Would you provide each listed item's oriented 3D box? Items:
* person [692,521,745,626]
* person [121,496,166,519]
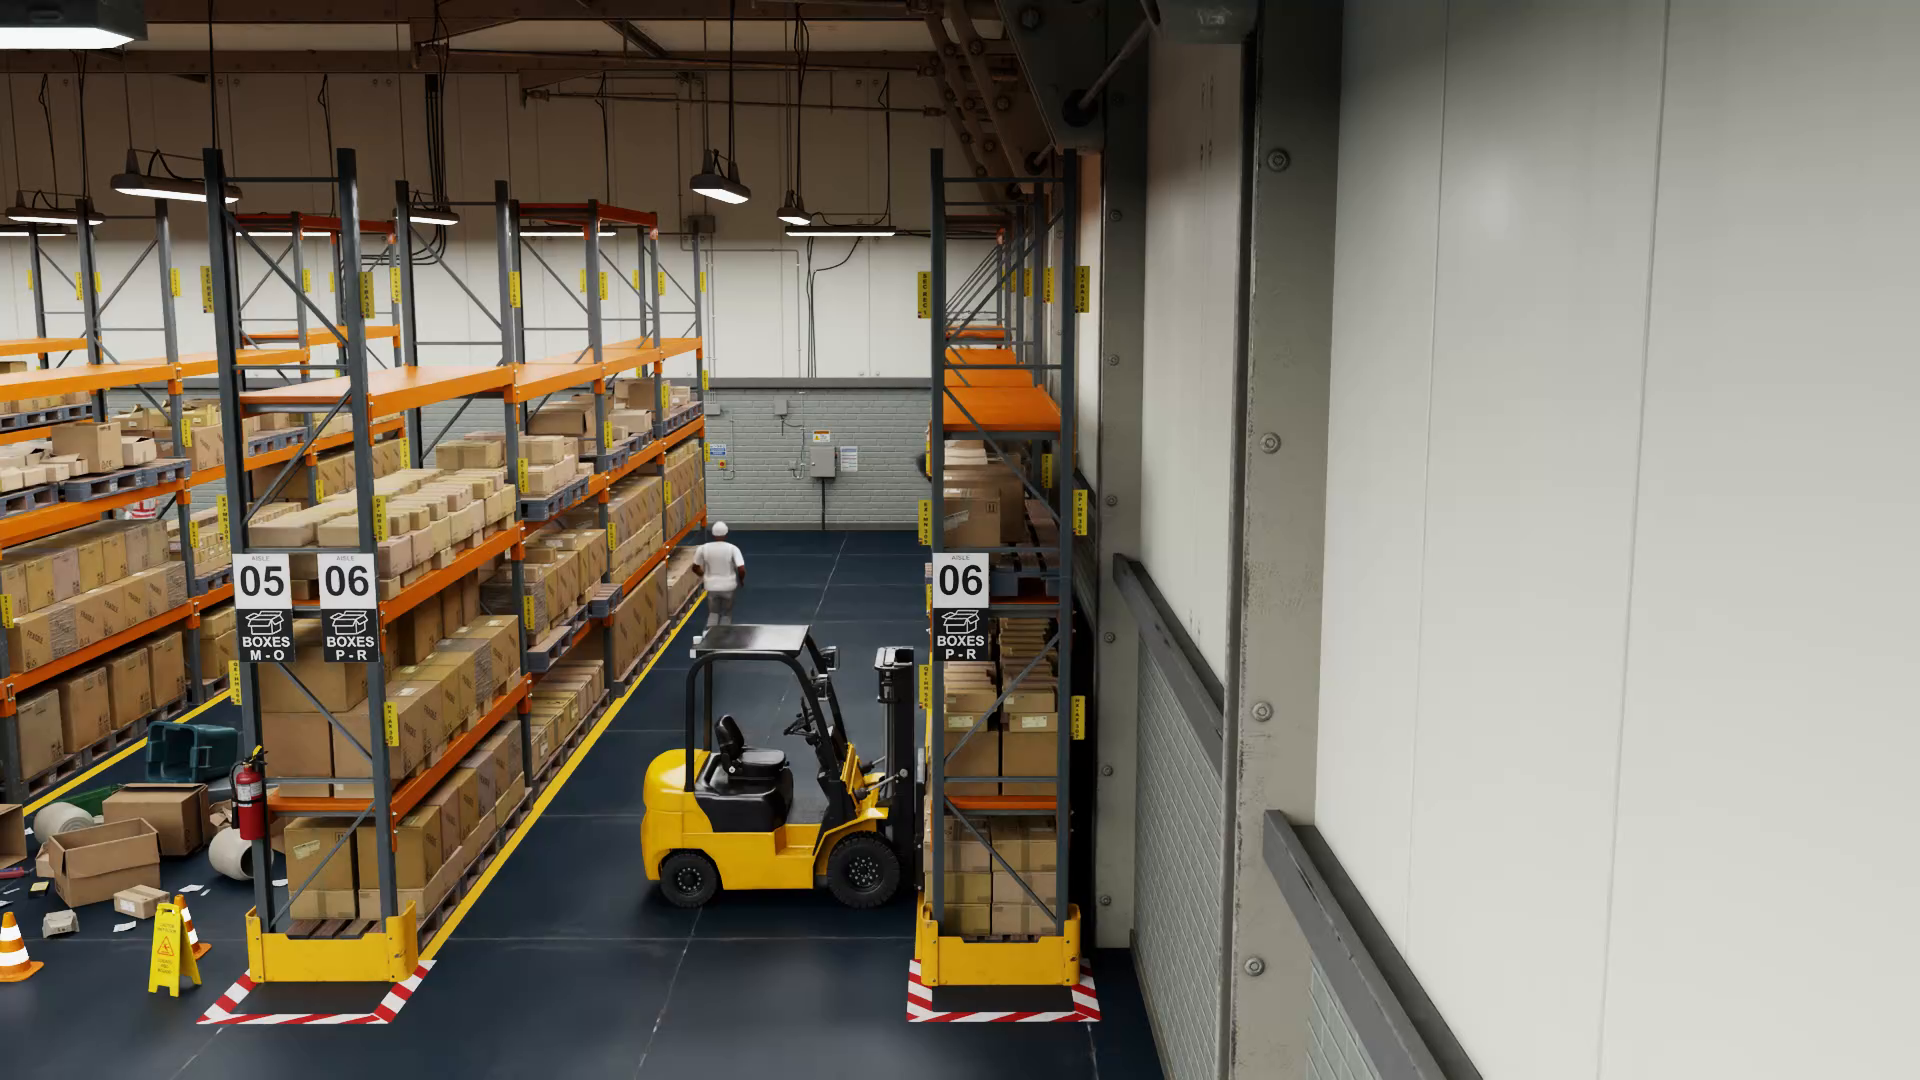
[{"bbox_3d":[-3.088,0.619,21.406,0.686,1.731,0.536,1,9,3],"label":"person"},{"bbox_3d":[-14.304,-0.373,29.207,0.689,1.739,0.652,3,10,20],"label":"person"}]
